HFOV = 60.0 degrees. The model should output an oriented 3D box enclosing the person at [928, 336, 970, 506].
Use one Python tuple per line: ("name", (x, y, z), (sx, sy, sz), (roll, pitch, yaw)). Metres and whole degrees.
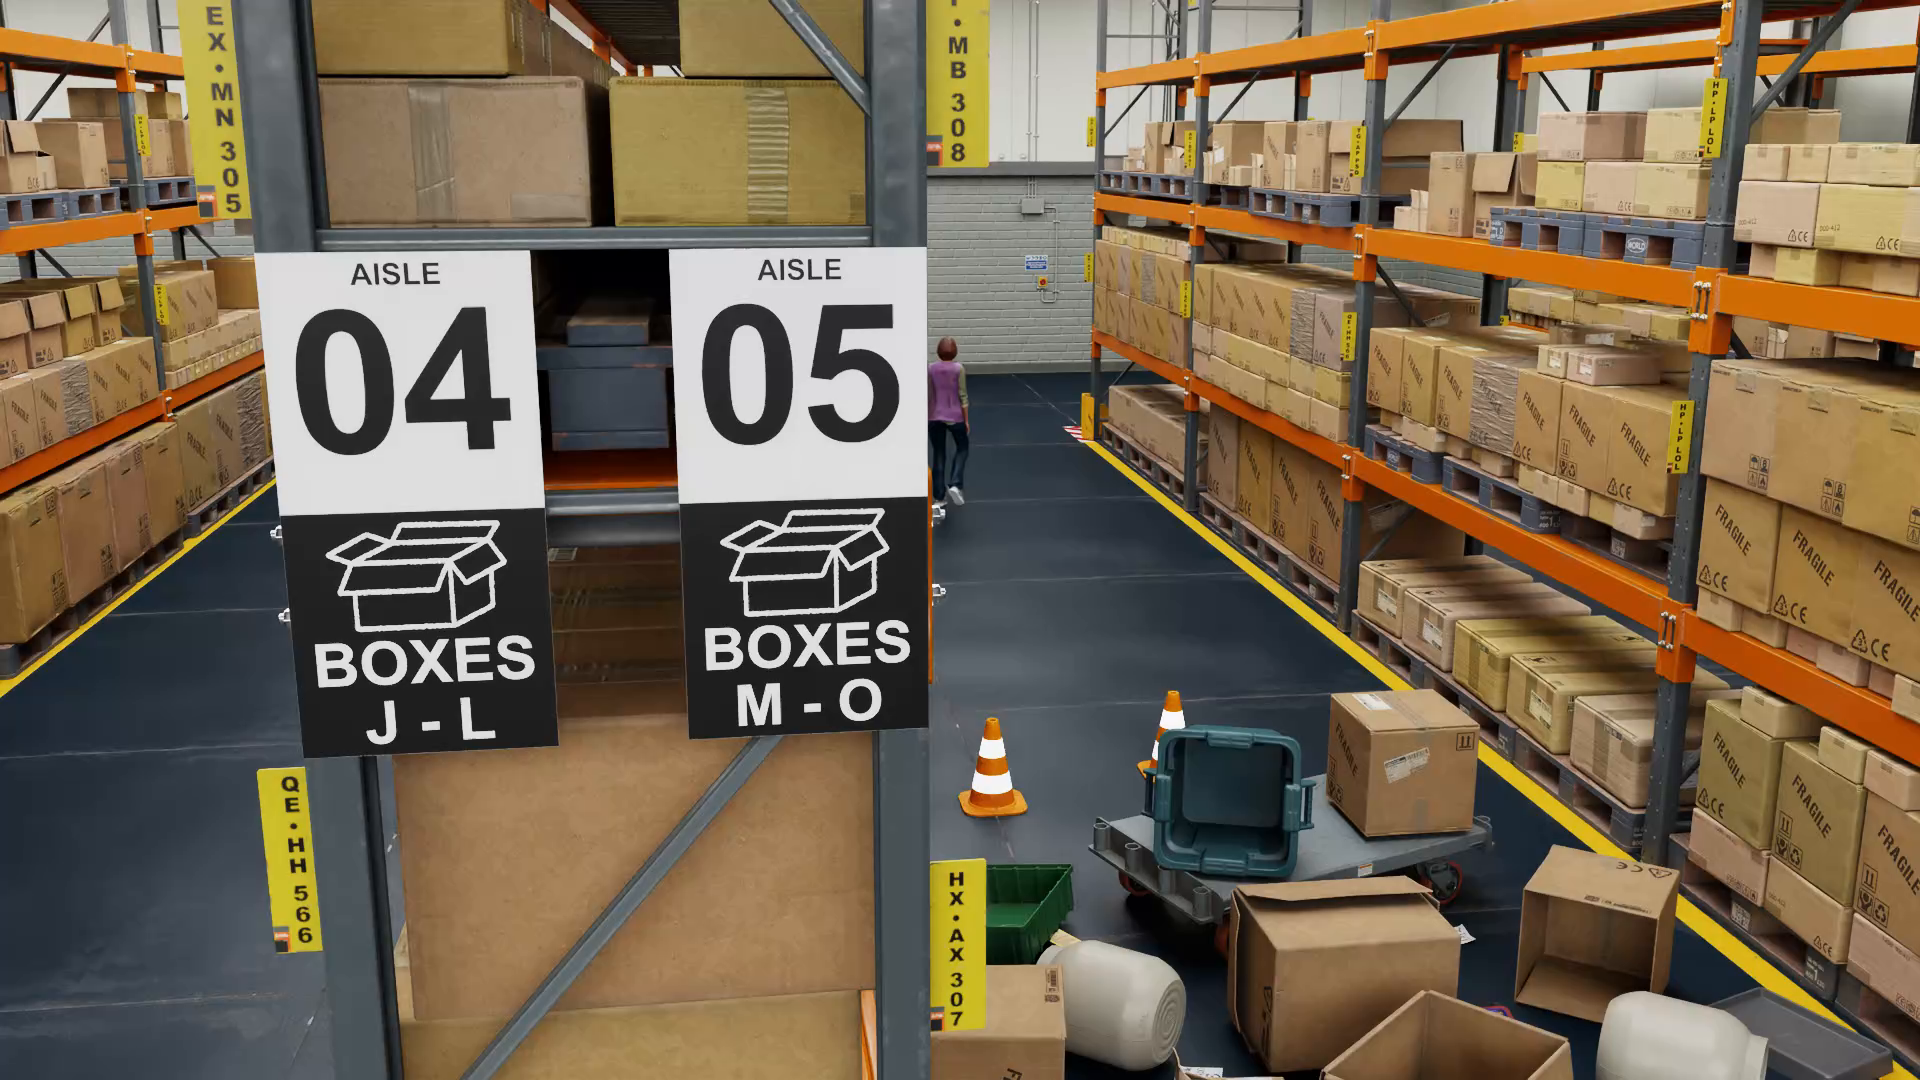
("person", (-0.116, -1.101, 15.583), (0.442, 1.623, 0.468), (2, 14, 8))
